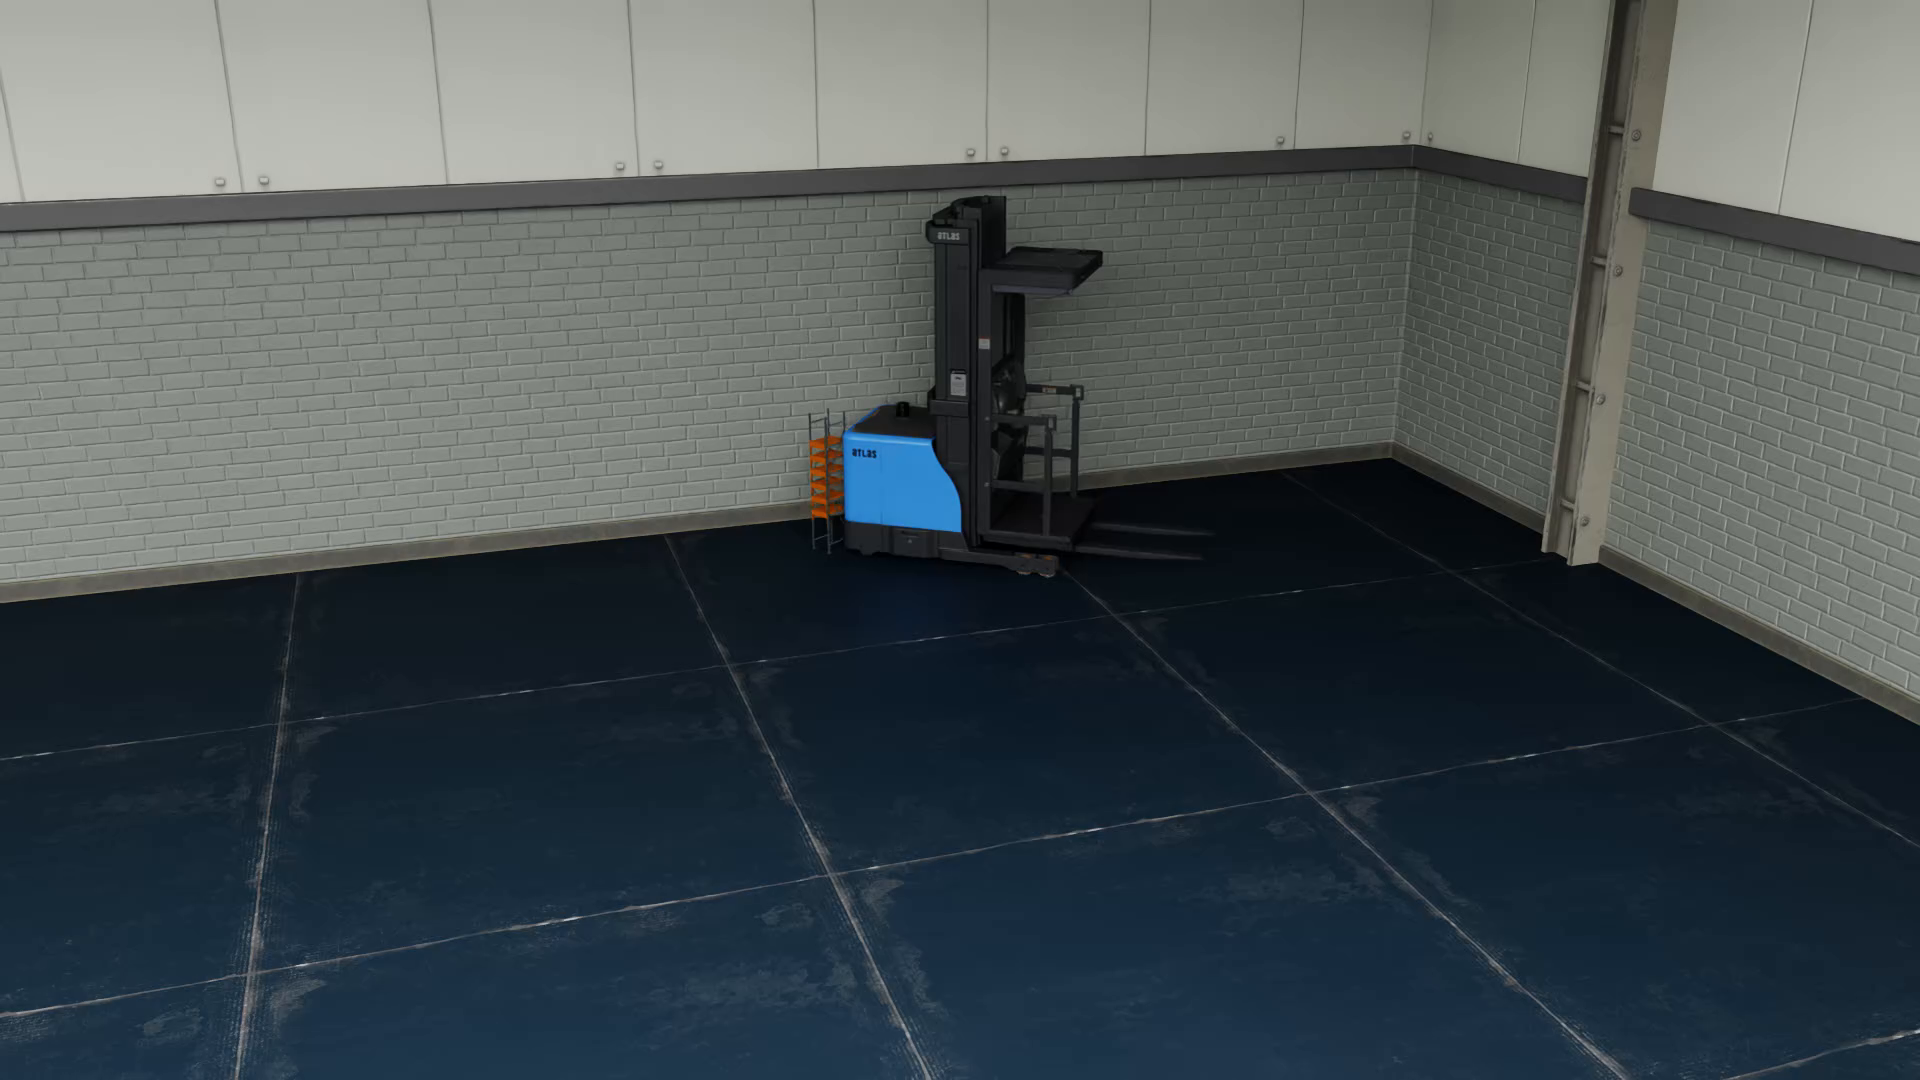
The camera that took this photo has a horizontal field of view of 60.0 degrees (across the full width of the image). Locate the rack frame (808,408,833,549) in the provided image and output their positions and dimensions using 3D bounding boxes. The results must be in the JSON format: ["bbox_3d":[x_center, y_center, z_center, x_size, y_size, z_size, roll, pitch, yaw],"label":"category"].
[{"bbox_3d":[-1.178,-0.515,14.077,0.006,1.200,0.240,16,25,37],"label":"rack frame"}]

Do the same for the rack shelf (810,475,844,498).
[{"bbox_3d":[-1.108,-0.454,14.037,0.180,0.103,0.258,16,25,37],"label":"rack shelf"}]

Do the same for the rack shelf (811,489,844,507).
[{"bbox_3d":[-1.108,-0.341,14.078,0.180,0.103,0.258,16,25,37],"label":"rack shelf"}]

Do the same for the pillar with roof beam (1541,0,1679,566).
[{"bbox_3d":[1.069,-3.643,11.246,9.100,9.000,0.400,-6,21,-17],"label":"pillar with roof beam"}]

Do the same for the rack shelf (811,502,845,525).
[{"bbox_3d":[-1.108,-0.228,14.118,0.180,0.103,0.258,16,25,37],"label":"rack shelf"}]

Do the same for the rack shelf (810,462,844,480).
[{"bbox_3d":[-1.108,-0.567,13.996,0.180,0.103,0.258,16,25,37],"label":"rack shelf"}]

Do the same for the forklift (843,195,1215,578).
[{"bbox_3d":[0.590,-1.272,13.622,3.031,2.935,1.130,6,21,15],"label":"forklift"}]

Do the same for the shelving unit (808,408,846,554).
[{"bbox_3d":[-1.108,-0.496,14.022,0.189,1.200,0.258,16,25,37],"label":"shelving unit"}]

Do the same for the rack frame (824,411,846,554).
[{"bbox_3d":[-1.037,-0.476,13.967,0.006,1.200,0.240,16,25,37],"label":"rack frame"}]

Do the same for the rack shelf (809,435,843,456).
[{"bbox_3d":[-1.108,-0.793,13.915,0.180,0.103,0.258,16,25,37],"label":"rack shelf"}]

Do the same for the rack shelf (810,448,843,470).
[{"bbox_3d":[-1.108,-0.680,13.956,0.180,0.103,0.258,16,25,37],"label":"rack shelf"}]
